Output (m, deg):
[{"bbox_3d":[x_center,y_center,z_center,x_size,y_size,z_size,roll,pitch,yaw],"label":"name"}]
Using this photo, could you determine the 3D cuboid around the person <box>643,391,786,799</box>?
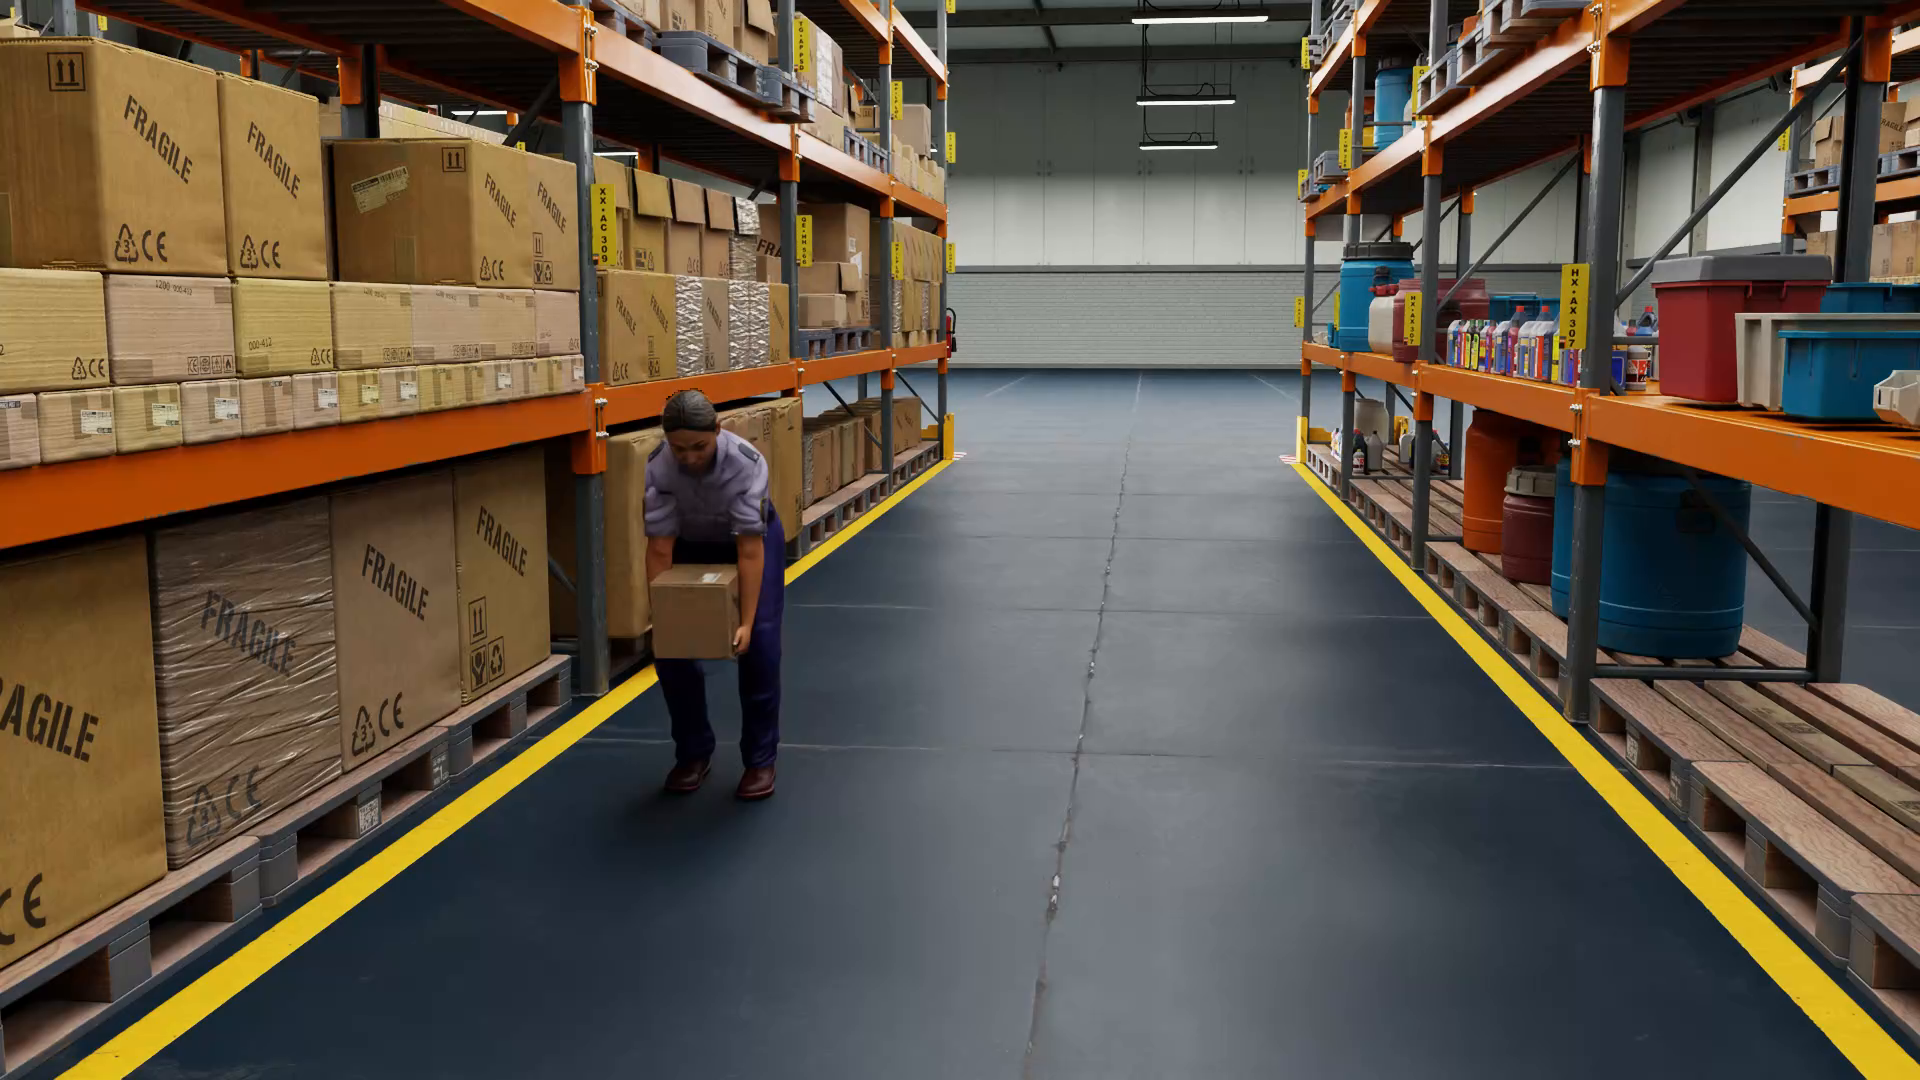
[{"bbox_3d":[-0.827,0.186,5.509,0.439,1.381,0.783,1,8,5],"label":"person"}]
